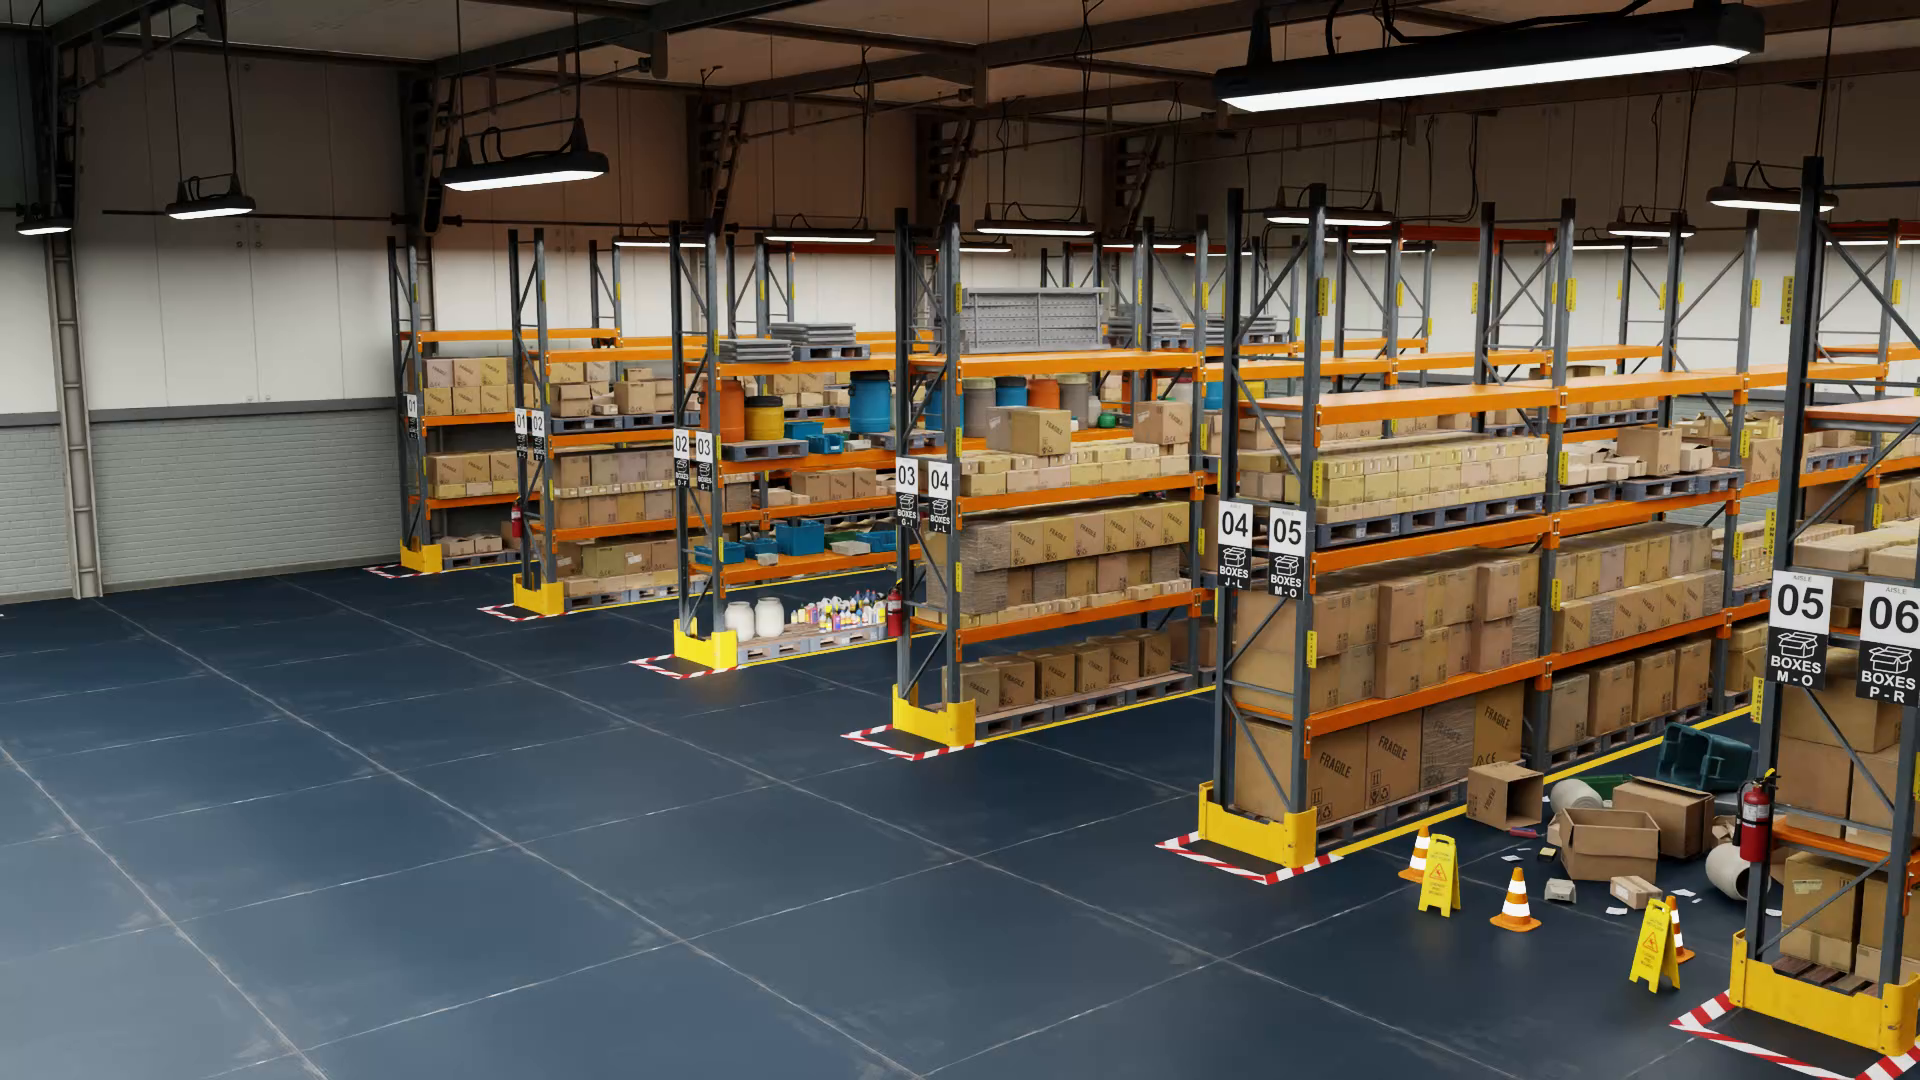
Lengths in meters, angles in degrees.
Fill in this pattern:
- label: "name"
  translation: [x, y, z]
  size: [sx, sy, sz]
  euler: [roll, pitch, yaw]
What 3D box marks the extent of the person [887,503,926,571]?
- label: "person"
  translation: [-0.805, -0.232, 28.554]
  size: [0.520, 1.517, 1.080]
  euler: [8, 12, 41]
